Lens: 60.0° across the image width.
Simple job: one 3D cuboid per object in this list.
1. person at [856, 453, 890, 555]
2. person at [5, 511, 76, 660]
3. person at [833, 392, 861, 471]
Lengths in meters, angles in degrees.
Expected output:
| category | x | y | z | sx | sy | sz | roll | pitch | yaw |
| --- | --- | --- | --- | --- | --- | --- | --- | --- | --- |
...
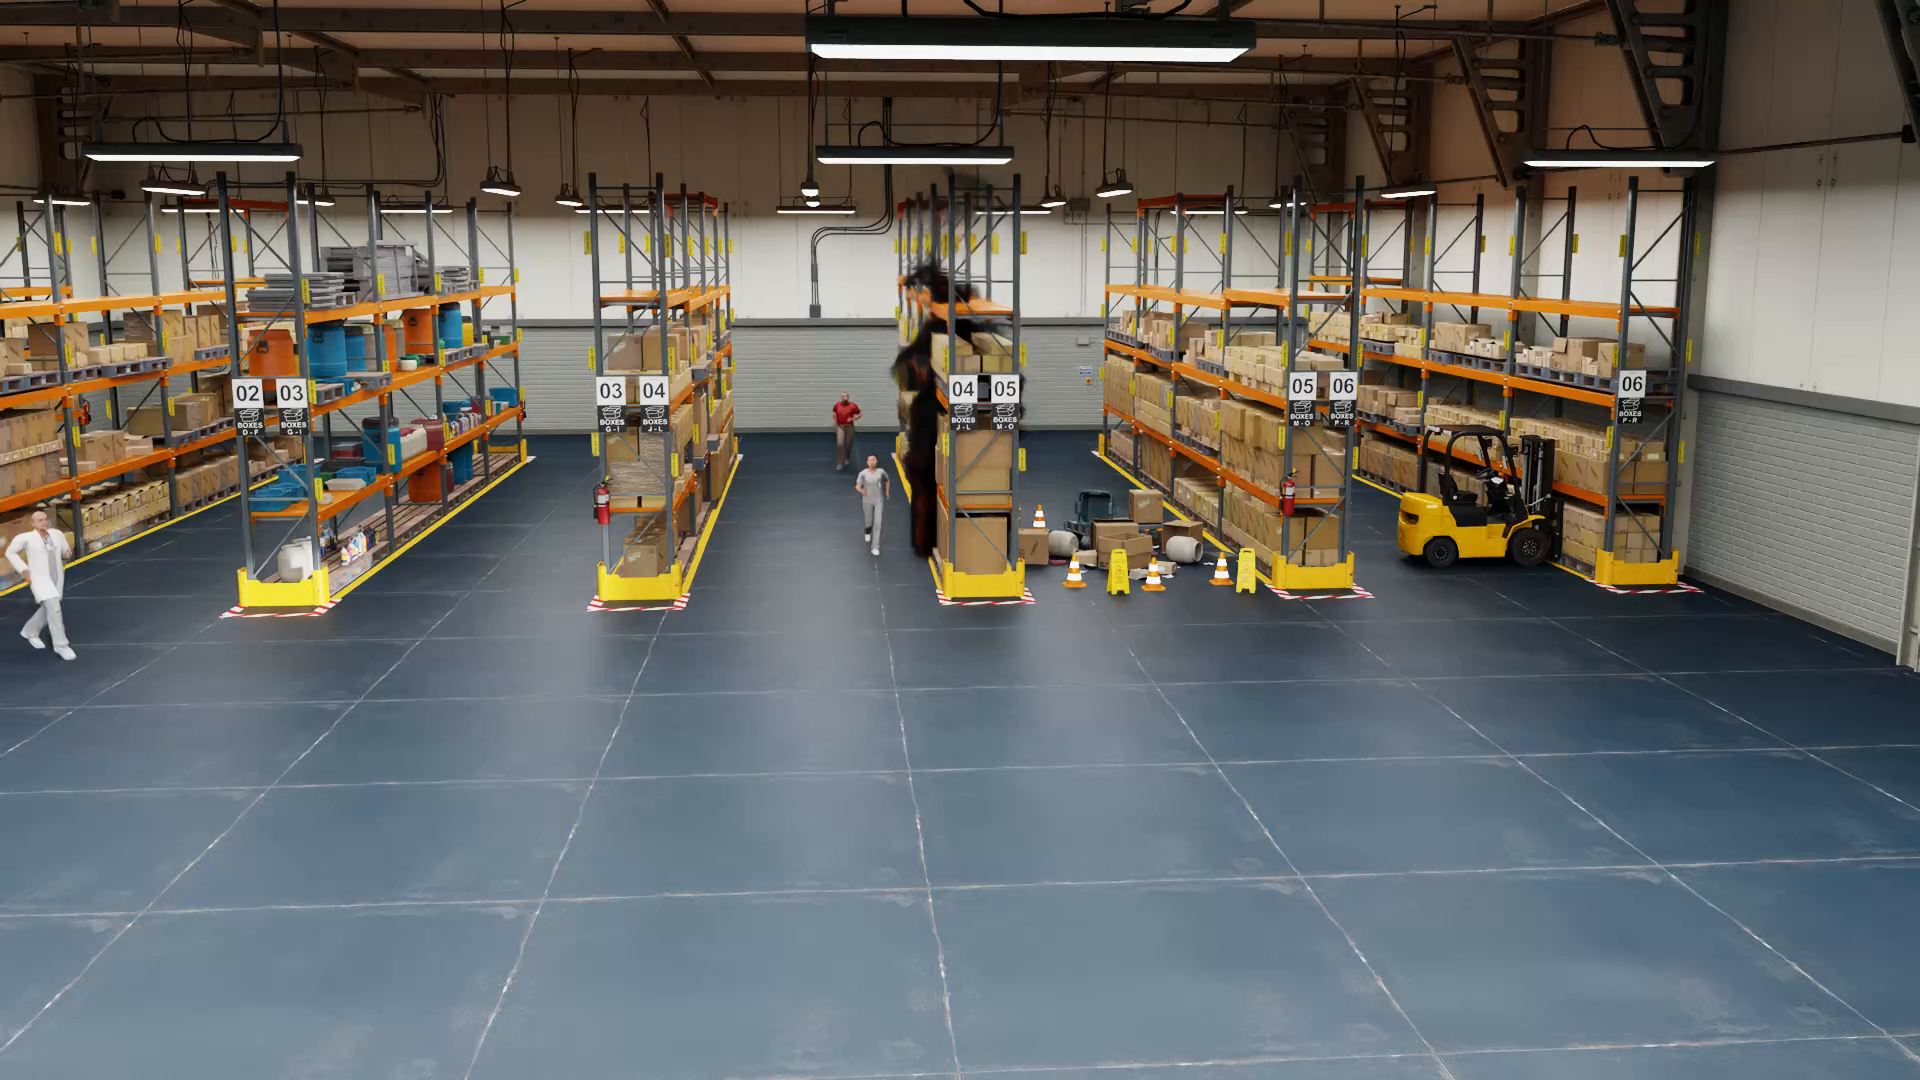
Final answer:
| category | x | y | z | sx | sy | sz | roll | pitch | yaw |
| --- | --- | --- | --- | --- | --- | --- | --- | --- | --- |
| person | -1.421 | -0.615 | 27.419 | 0.584 | 1.633 | 0.970 | -1 | 10 | -8 |
| person | -11.292 | 0.533 | 20.551 | 0.974 | 1.817 | 0.679 | 4 | 11 | 23 |
| person | -2.574 | -2.474 | 37.843 | 0.674 | 1.806 | 0.755 | 0 | 10 | 2 |
